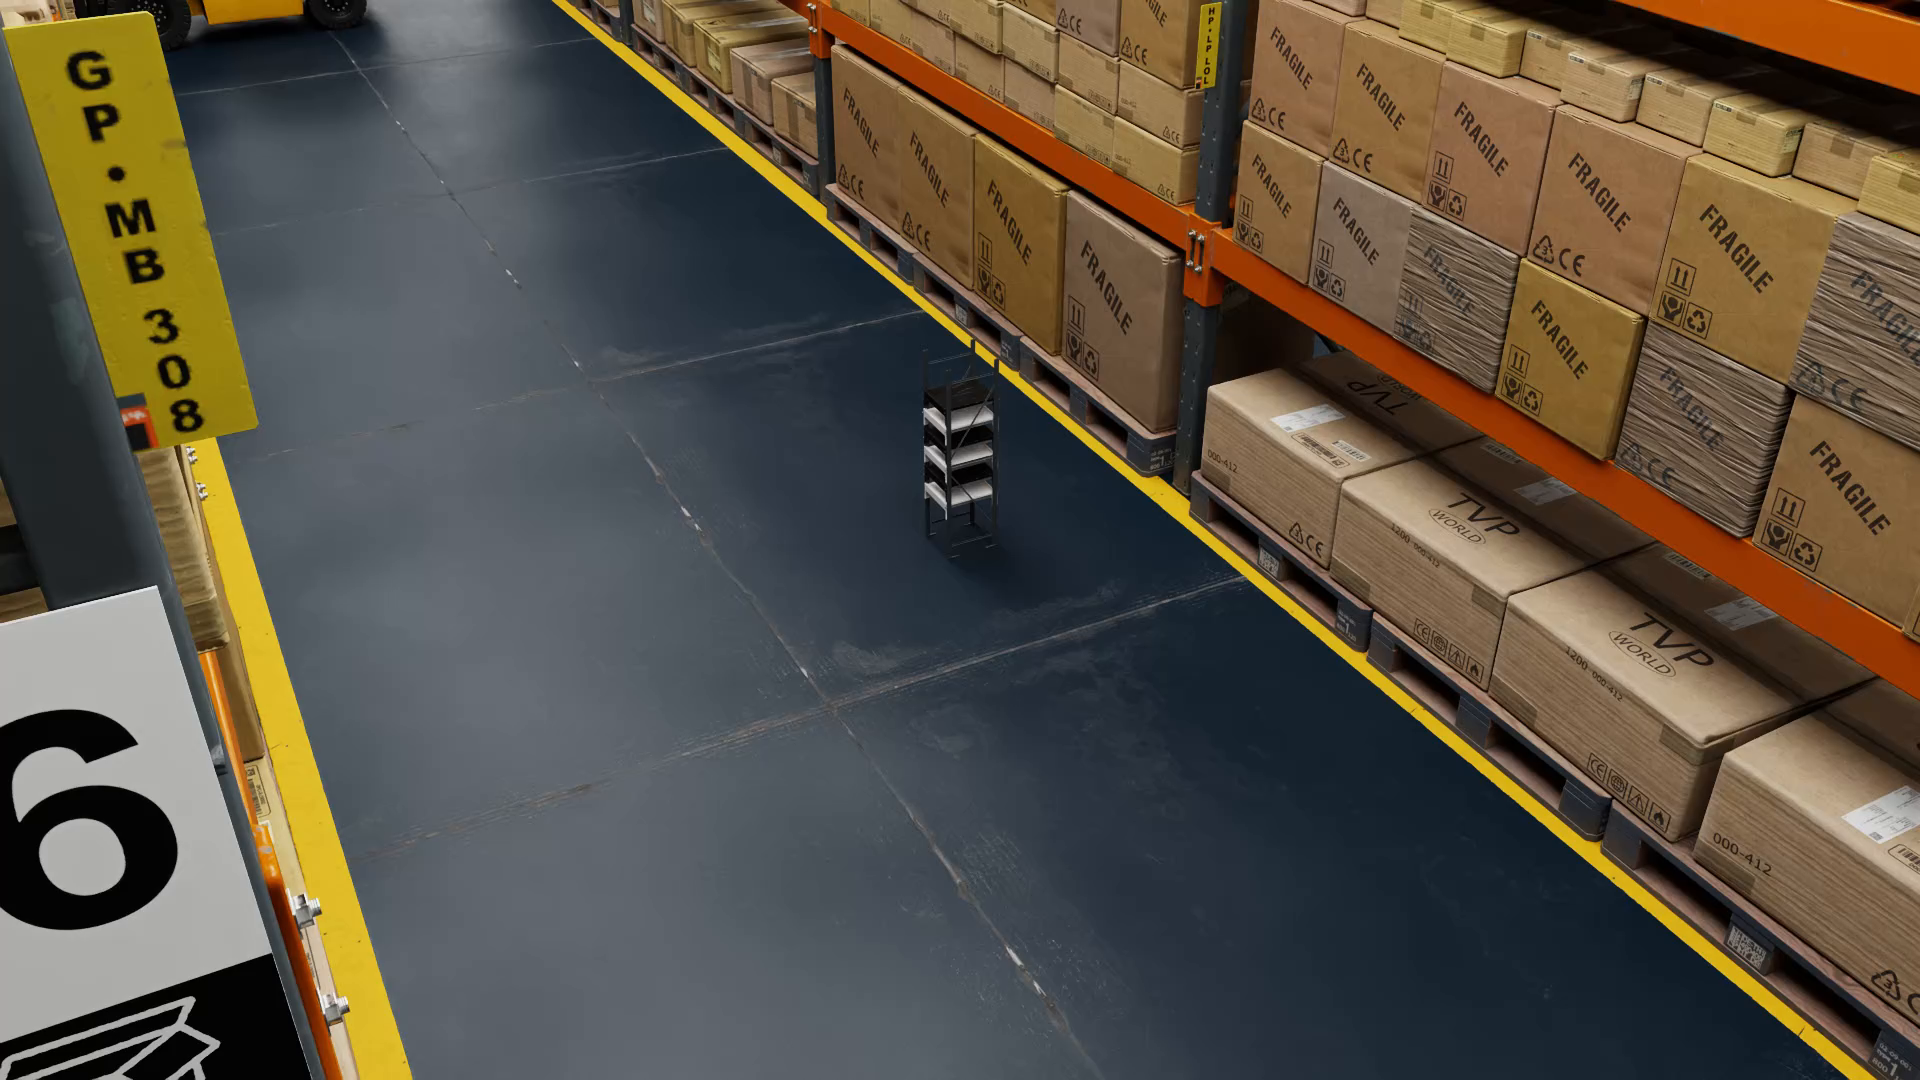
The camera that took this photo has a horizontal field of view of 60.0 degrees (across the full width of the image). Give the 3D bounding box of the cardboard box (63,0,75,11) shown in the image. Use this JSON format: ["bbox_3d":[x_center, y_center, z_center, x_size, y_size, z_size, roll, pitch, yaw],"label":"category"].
[{"bbox_3d":[-6.624,-3.924,11.827,0.500,0.250,0.500,-16,36,-24],"label":"cardboard box"}]

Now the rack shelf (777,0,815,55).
[{"bbox_3d":[-1.354,-4.167,11.640,1.077,0.370,4.000,-16,36,-23],"label":"rack shelf"}]

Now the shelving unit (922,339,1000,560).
[{"bbox_3d":[0.004,-0.375,7.001,0.258,0.900,0.210,-16,36,-23],"label":"shelving unit"}]

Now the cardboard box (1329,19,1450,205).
[{"bbox_3d":[1.681,-1.539,5.852,0.500,0.500,0.500,-16,36,-24],"label":"cardboard box"}]

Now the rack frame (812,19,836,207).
[{"bbox_3d":[-0.422,-3.515,9.956,1.000,3.000,0.127,-16,36,-23],"label":"rack frame"}]

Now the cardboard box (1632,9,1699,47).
[{"bbox_3d":[2.409,-1.650,5.424,0.380,0.149,0.250,-17,36,-24],"label":"cardboard box"}]

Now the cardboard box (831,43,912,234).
[{"bbox_3d":[-0.173,-2.447,9.869,0.875,0.875,0.875,-16,36,-24],"label":"cardboard box"}]

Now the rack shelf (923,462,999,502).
[{"bbox_3d":[0.004,-0.271,7.068,0.258,0.077,0.200,-16,36,-23],"label":"rack shelf"}]

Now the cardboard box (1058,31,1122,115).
[{"bbox_3d":[0.783,-2.140,7.485,0.500,0.250,0.500,-15,36,-22],"label":"cardboard box"}]

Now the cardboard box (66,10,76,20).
[{"bbox_3d":[-6.628,-3.712,11.960,0.500,0.250,0.500,-16,36,-23],"label":"cardboard box"}]

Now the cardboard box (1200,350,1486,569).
[{"bbox_3d":[1.641,-0.378,7.045,0.875,0.438,0.875,-16,36,-24],"label":"cardboard box"}]

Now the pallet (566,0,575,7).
[{"bbox_3d":[-3.204,-5.145,15.084,1.003,0.211,1.213,-16,36,-23],"label":"pallet"}]

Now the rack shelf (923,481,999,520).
[{"bbox_3d":[0.004,-0.195,7.116,0.258,0.077,0.200,-16,36,-23],"label":"rack shelf"}]

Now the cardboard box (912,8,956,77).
[{"bbox_3d":[0.079,-2.663,8.765,0.500,0.250,0.500,-15,35,-22],"label":"cardboard box"}]

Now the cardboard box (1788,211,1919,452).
[{"bbox_3d":[2.603,-0.573,4.344,0.500,0.500,0.500,-16,36,-23],"label":"cardboard box"}]

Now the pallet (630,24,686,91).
[{"bbox_3d":[-1.922,-3.879,13.109,1.003,0.211,1.213,-16,36,-23],"label":"pallet"}]

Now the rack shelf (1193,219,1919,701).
[{"bbox_3d":[2.376,-0.349,5.681,1.077,0.370,4.000,-16,36,-23],"label":"rack shelf"}]

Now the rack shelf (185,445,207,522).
[{"bbox_3d":[-3.878,-1.008,6.709,1.077,0.370,4.000,-16,36,-23],"label":"rack shelf"}]

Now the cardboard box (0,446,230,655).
[{"bbox_3d":[-1.046,-0.053,1.635,0.500,0.250,0.500,-16,36,-24],"label":"cardboard box"}]

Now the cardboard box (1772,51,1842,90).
[{"bbox_3d":[2.702,-1.423,5.070,0.380,0.149,0.250,-17,36,-24],"label":"cardboard box"}]

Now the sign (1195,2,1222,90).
[{"bbox_3d":[0.968,-1.919,6.466,0.100,0.325,0.005,-16,36,-23],"label":"sign"}]

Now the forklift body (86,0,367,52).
[{"bbox_3d":[-6.043,-5.279,13.497,2.313,2.155,1.214,-16,36,-23],"label":"forklift body"}]

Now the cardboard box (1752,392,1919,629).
[{"bbox_3d":[2.629,-0.147,4.605,0.500,0.500,0.500,-17,36,-24],"label":"cardboard box"}]

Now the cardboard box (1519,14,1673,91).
[{"bbox_3d":[2.001,-1.530,5.236,0.380,0.149,0.250,-16,36,-23],"label":"cardboard box"}]

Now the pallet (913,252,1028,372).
[{"bbox_3d":[0.444,-1.365,9.184,1.003,0.211,1.213,-16,36,-23],"label":"pallet"}]

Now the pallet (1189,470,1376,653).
[{"bbox_3d":[1.729,-0.050,7.132,1.003,0.211,1.213,-16,36,-23],"label":"pallet"}]

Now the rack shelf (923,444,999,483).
[{"bbox_3d":[0.004,-0.347,7.019,0.258,0.077,0.200,-16,36,-23],"label":"rack shelf"}]

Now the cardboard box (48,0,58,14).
[{"bbox_3d":[-2.248,-1.269,3.532,0.500,0.250,0.500,-17,36,-25],"label":"cardboard box"}]

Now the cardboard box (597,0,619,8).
[{"bbox_3d":[-2.800,-4.658,13.899,0.500,0.250,0.500,-14,35,-21],"label":"cardboard box"}]

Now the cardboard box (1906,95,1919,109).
[{"bbox_3d":[2.875,-1.166,4.668,0.380,0.149,0.250,-16,36,-23],"label":"cardboard box"}]

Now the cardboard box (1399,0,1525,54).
[{"bbox_3d":[1.713,-1.763,5.600,0.380,0.149,0.250,-16,36,-23],"label":"cardboard box"}]

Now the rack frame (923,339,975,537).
[{"bbox_3d":[-0.044,-0.424,7.077,0.240,0.900,0.006,-16,36,-23],"label":"rack frame"}]

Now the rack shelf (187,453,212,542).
[{"bbox_3d":[-2.013,0.901,3.730,1.077,0.370,4.000,-16,36,-23],"label":"rack shelf"}]

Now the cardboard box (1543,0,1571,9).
[{"bbox_3d":[2.137,-1.885,5.791,0.380,0.149,0.250,-16,36,-23],"label":"cardboard box"}]

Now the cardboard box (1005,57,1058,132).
[{"bbox_3d":[0.556,-2.183,8.016,0.500,0.250,0.500,-17,36,-24],"label":"cardboard box"}]

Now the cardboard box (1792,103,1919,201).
[{"bbox_3d":[2.489,-1.045,4.480,0.380,0.149,0.250,-16,36,-24],"label":"cardboard box"}]

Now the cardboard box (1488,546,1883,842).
[{"bbox_3d":[2.478,0.480,5.706,0.875,0.438,0.875,-15,36,-22],"label":"cardboard box"}]

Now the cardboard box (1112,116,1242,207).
[{"bbox_3d":[1.011,-1.694,7.252,0.500,0.250,0.500,-17,36,-24],"label":"cardboard box"}]

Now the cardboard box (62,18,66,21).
[{"bbox_3d":[-3.886,-1.753,6.720,0.797,0.503,0.637,-17,36,-24],"label":"cardboard box"}]

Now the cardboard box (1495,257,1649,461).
[{"bbox_3d":[2.128,-0.633,5.364,0.500,0.500,0.500,-15,35,-22],"label":"cardboard box"}]

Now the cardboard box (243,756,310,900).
[{"bbox_3d":[-1.529,0.725,3.201,0.500,0.250,0.500,-17,36,-24],"label":"cardboard box"}]

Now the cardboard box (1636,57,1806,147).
[{"bbox_3d":[2.215,-1.280,4.846,0.380,0.149,0.250,-15,35,-22],"label":"cardboard box"}]

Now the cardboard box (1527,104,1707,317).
[{"bbox_3d":[2.143,-1.050,5.089,0.500,0.500,0.500,-16,36,-23],"label":"cardboard box"}]

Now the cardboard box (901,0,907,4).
[{"bbox_3d":[-0.164,-3.112,9.002,0.500,0.250,0.500,-15,36,-22],"label":"cardboard box"}]

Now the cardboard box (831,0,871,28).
[{"bbox_3d":[-0.416,-3.155,9.534,0.500,0.250,0.500,-17,36,-24],"label":"cardboard box"}]

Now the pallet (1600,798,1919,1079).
[{"bbox_3d":[2.866,1.115,5.314,1.003,0.211,1.213,-16,36,-23],"label":"pallet"}]

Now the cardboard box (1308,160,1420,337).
[{"bbox_3d":[1.662,-1.118,6.121,0.500,0.500,0.500,-16,36,-23],"label":"cardboard box"}]

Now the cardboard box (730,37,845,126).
[{"bbox_3d":[-1.027,-3.208,11.523,0.950,0.372,0.625,-17,36,-24],"label":"cardboard box"}]

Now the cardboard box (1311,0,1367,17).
[{"bbox_3d":[1.495,-2.008,5.984,0.380,0.149,0.250,-15,36,-22],"label":"cardboard box"}]

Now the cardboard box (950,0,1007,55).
[{"bbox_3d":[0.282,-2.625,8.243,0.500,0.250,0.500,-15,36,-22],"label":"cardboard box"}]

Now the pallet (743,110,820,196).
[{"bbox_3d":[-0.785,-2.714,11.291,1.003,0.211,1.213,-16,36,-23],"label":"pallet"}]

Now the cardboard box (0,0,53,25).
[{"bbox_3d":[-1.286,-0.505,1.877,0.500,0.250,0.500,-16,36,-23],"label":"cardboard box"}]

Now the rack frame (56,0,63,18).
[{"bbox_3d":[-4.811,-2.265,8.005,1.000,3.000,0.127,-16,36,-23],"label":"rack frame"}]

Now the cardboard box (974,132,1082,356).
[{"bbox_3d":[0.656,-1.593,8.537,0.875,0.875,0.875,-15,36,-22],"label":"cardboard box"}]

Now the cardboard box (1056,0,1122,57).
[{"bbox_3d":[0.765,-2.465,7.297,0.500,0.500,0.500,-15,36,-22],"label":"cardboard box"}]

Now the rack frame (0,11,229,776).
[{"bbox_3d":[-1.081,-0.973,0.427,1.000,3.000,0.127,-16,36,-23],"label":"rack frame"}]

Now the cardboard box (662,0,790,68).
[{"bbox_3d":[-1.702,-3.903,12.608,0.950,0.372,0.625,-14,35,-20],"label":"cardboard box"}]
